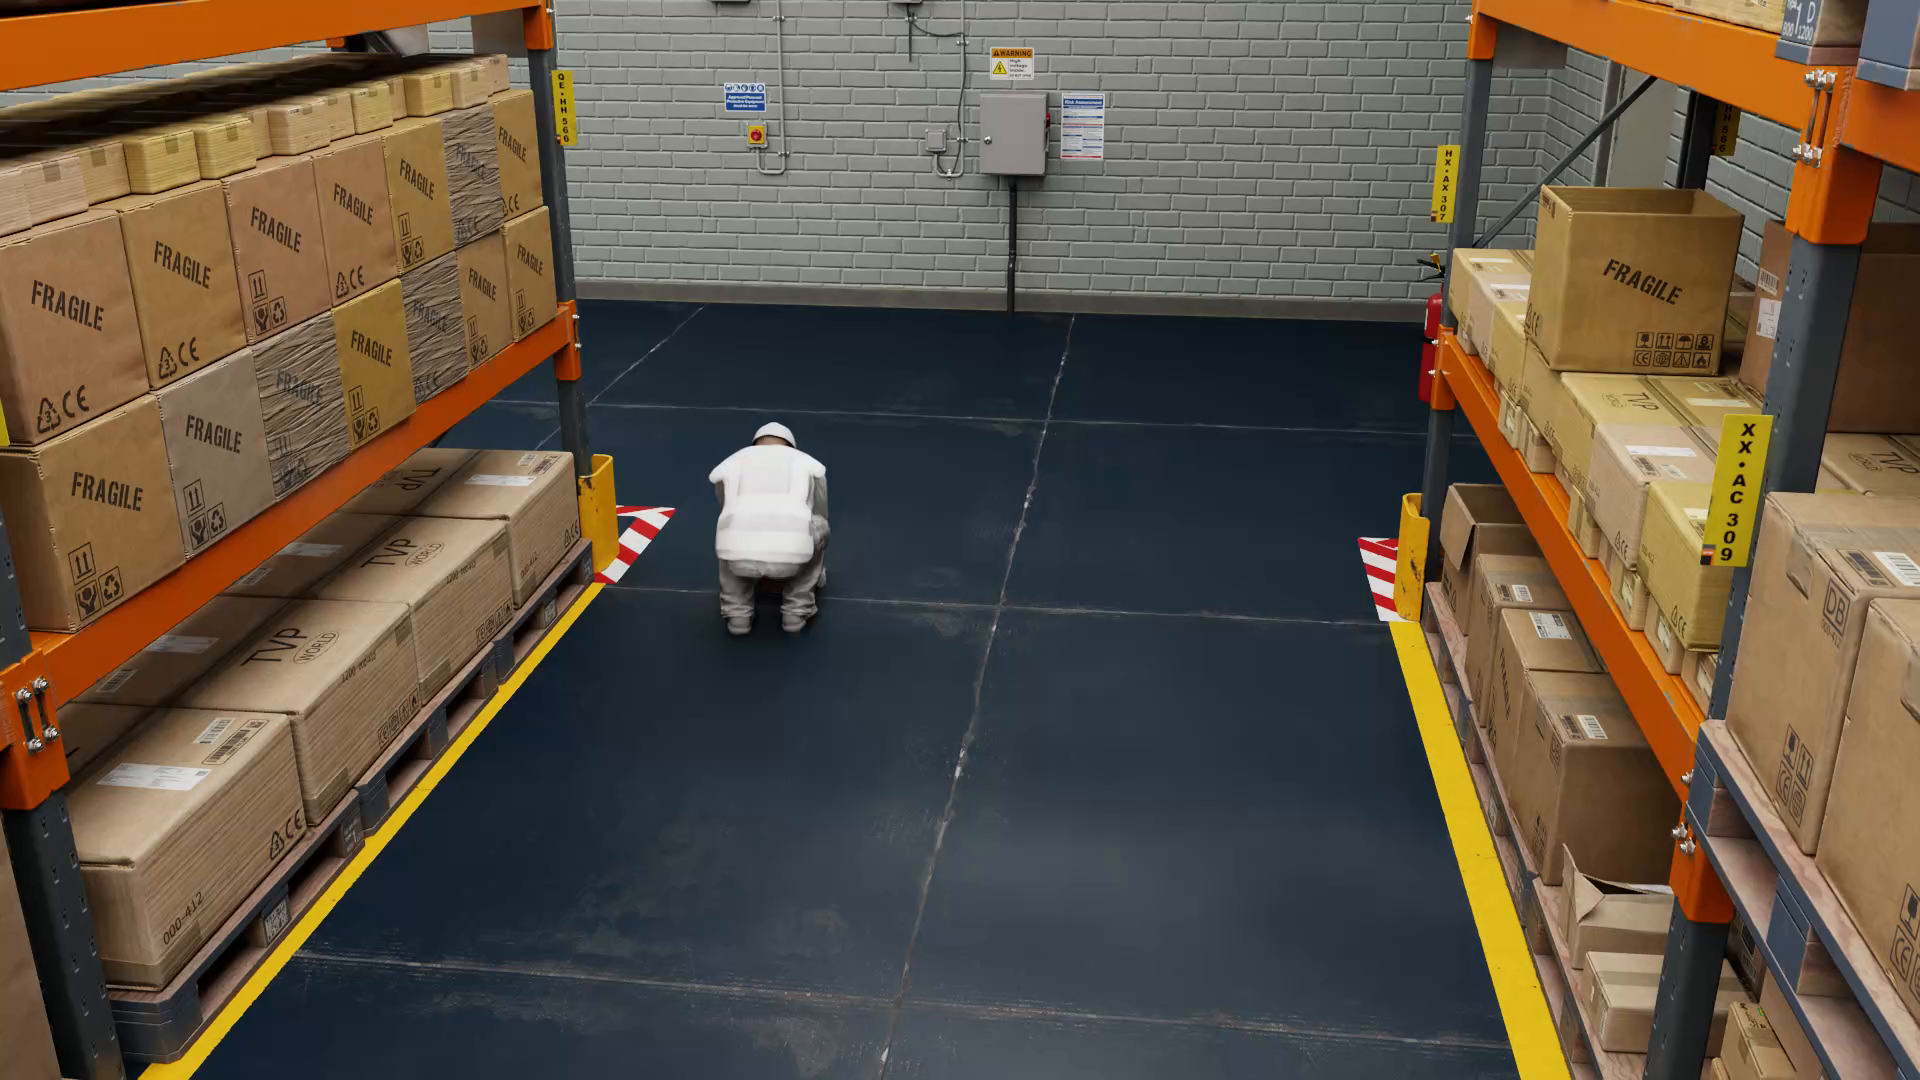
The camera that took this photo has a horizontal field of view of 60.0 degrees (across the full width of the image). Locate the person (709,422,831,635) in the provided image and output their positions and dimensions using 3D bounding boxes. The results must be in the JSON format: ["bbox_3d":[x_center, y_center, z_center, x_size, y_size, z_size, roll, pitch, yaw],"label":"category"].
[{"bbox_3d":[-0.872,-0.003,7.578,0.561,0.874,0.947,1,21,4],"label":"person"}]
